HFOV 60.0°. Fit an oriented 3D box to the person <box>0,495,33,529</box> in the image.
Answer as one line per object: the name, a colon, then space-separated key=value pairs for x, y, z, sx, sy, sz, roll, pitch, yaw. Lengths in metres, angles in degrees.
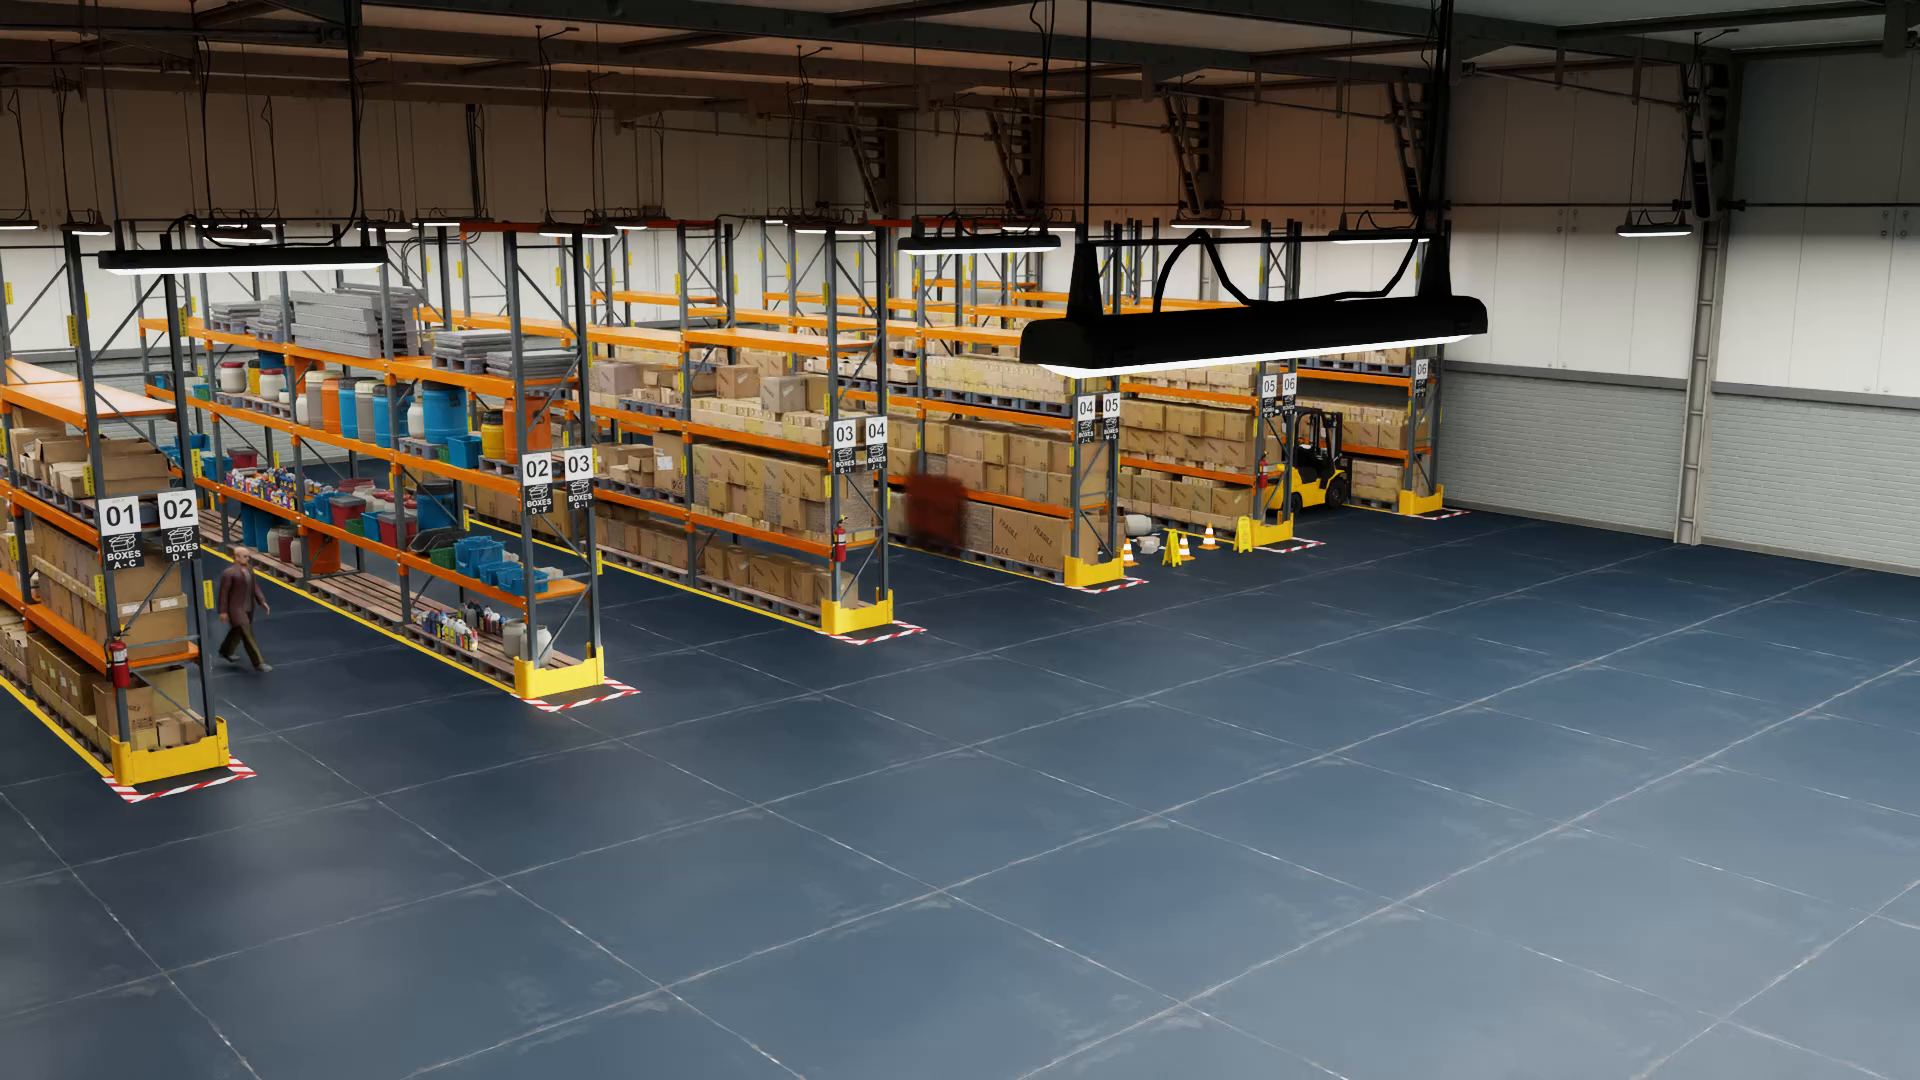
person: x=-17.630 y=-0.710 z=31.011 sx=0.533 sy=1.704 sz=1.099 roll=-11 pitch=16 yaw=-43

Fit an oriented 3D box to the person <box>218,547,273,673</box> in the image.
person: x=-9.845 y=0.931 z=22.794 sx=1.198 sy=1.710 sz=0.653 roll=5 pitch=12 yaw=24
